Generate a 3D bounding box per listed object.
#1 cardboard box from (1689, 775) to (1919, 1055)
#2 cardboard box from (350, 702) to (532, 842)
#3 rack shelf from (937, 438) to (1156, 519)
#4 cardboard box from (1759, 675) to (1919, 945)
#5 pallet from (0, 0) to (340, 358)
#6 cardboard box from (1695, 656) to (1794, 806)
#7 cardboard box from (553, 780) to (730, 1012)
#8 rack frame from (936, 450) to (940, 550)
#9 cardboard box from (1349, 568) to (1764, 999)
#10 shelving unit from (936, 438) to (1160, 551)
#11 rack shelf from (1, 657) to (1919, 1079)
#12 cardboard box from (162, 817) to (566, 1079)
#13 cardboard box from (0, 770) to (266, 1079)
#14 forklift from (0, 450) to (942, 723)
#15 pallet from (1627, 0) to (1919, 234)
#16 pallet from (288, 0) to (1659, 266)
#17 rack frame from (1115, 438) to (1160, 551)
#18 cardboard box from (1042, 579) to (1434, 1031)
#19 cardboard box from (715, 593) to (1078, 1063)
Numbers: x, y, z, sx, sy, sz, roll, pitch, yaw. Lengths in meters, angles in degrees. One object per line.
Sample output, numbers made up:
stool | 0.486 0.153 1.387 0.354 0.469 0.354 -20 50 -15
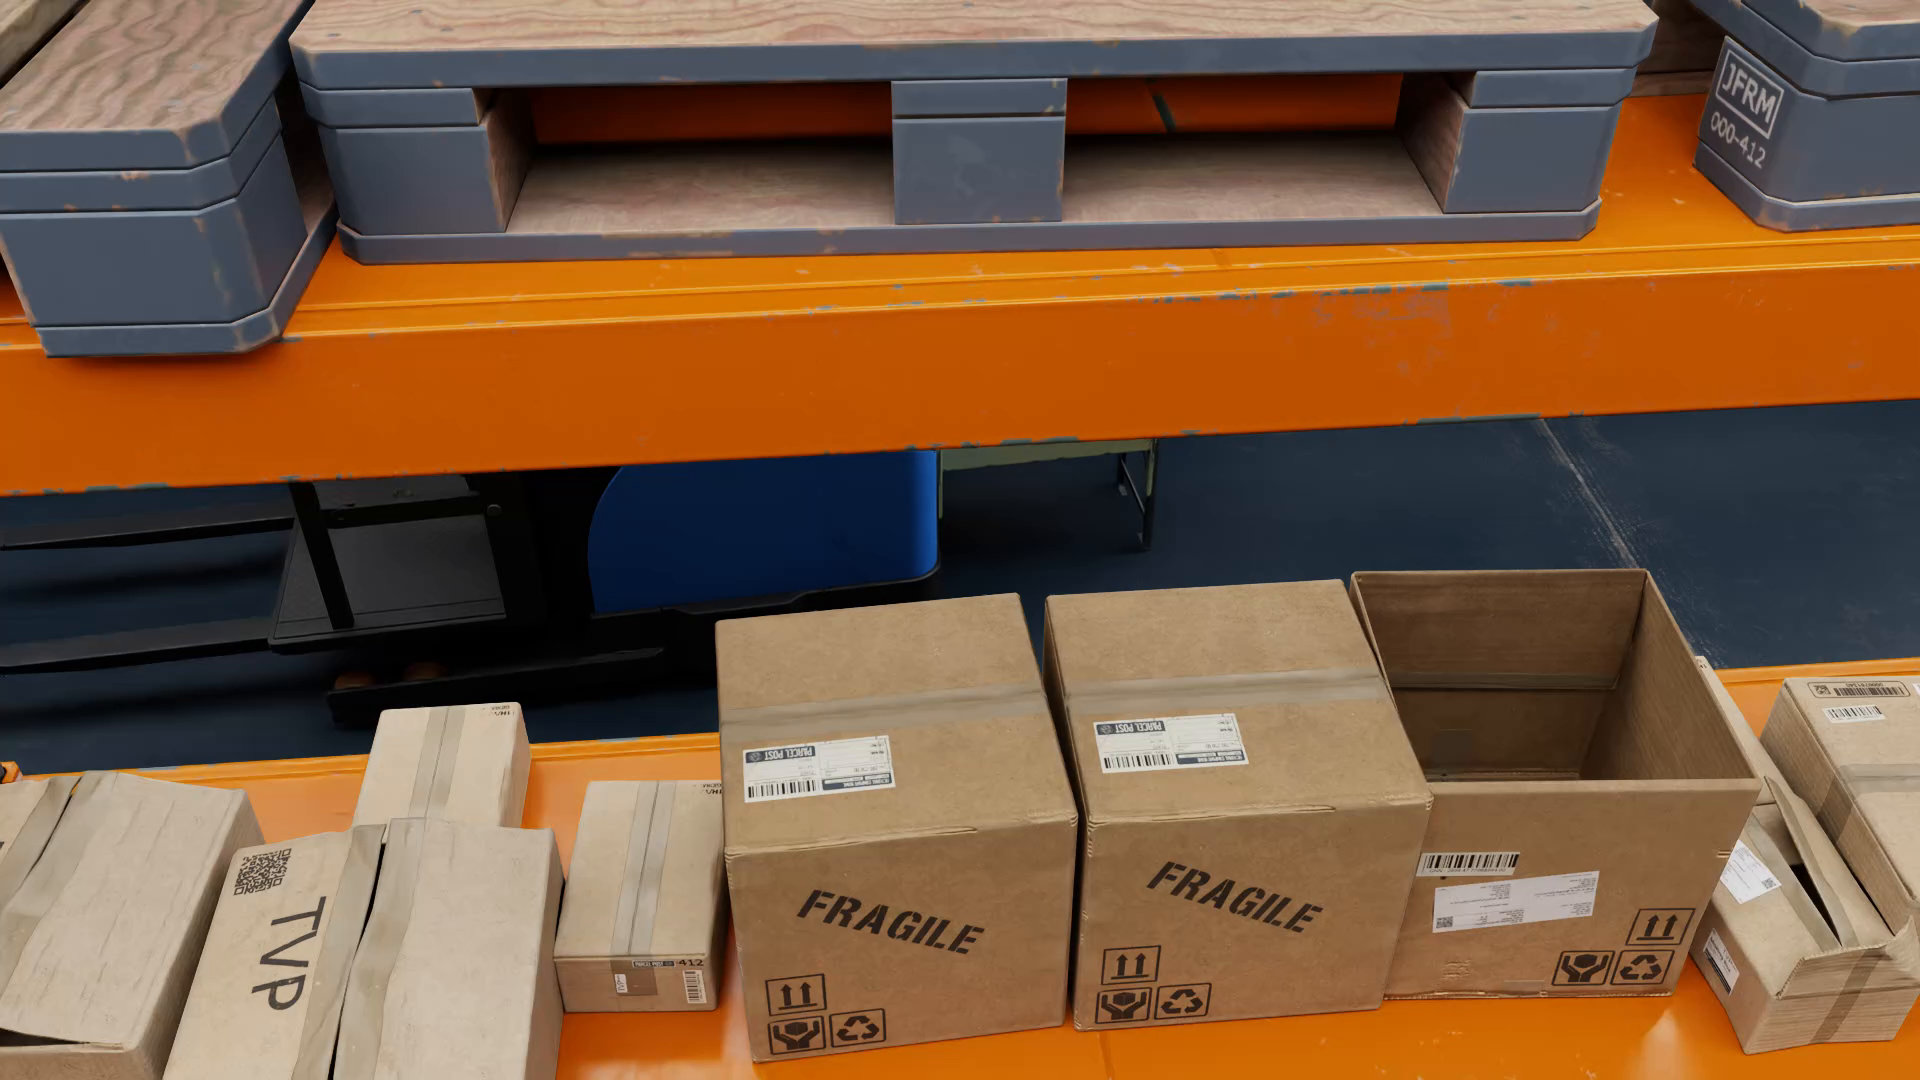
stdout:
cardboard box | 1.341 0.590 2.690 0.258 0.266 0.396 -4 38 -5
cardboard box | -0.913 0.473 2.931 0.250 0.149 0.380 -3 38 -4
rack shelf | 0.248 -0.379 5.546 0.720 0.370 0.431 -6 39 -8
cardboard box | 1.714 0.488 2.831 0.500 0.250 0.500 -1 38 -1
pallet | -1.116 -0.601 1.821 1.003 0.211 1.213 -1 38 -2
cardboard box | 1.300 0.396 3.029 0.250 0.149 0.380 -3 38 -4
cardboard box | -0.519 0.589 2.785 0.250 0.149 0.380 0 38 -1
rack frame | -0.113 -0.596 5.294 0.023 1.500 0.400 -6 39 -8
cardboard box | 0.909 0.397 2.745 0.500 0.500 0.500 -1 38 -1
shelving unit | 0.248 -0.635 5.344 0.755 1.500 0.431 -6 39 -8
rack shelf | 0.208 0.767 2.937 4.000 0.370 1.077 -3 38 -4
cardboard box | -0.876 0.700 2.513 0.500 0.311 0.500 -4 38 -5
cardboard box | -1.418 0.637 2.593 0.500 0.311 0.500 -1 38 -1
forklift | -1.624 -0.949 4.587 3.031 2.935 1.130 -6 39 -8
pallet | 1.323 -0.671 1.911 1.217 0.209 0.805 -5 39 -6
pallet | -0.002 -0.664 1.901 1.213 0.211 1.003 -1 38 -2
rack frame | 0.608 -0.674 5.394 0.023 1.500 0.400 -6 39 -8
cardboard box | 0.410 0.424 2.710 0.500 0.500 0.500 -3 38 -4
cardboard box | -0.114 0.453 2.673 0.500 0.500 0.500 -5 39 -6
